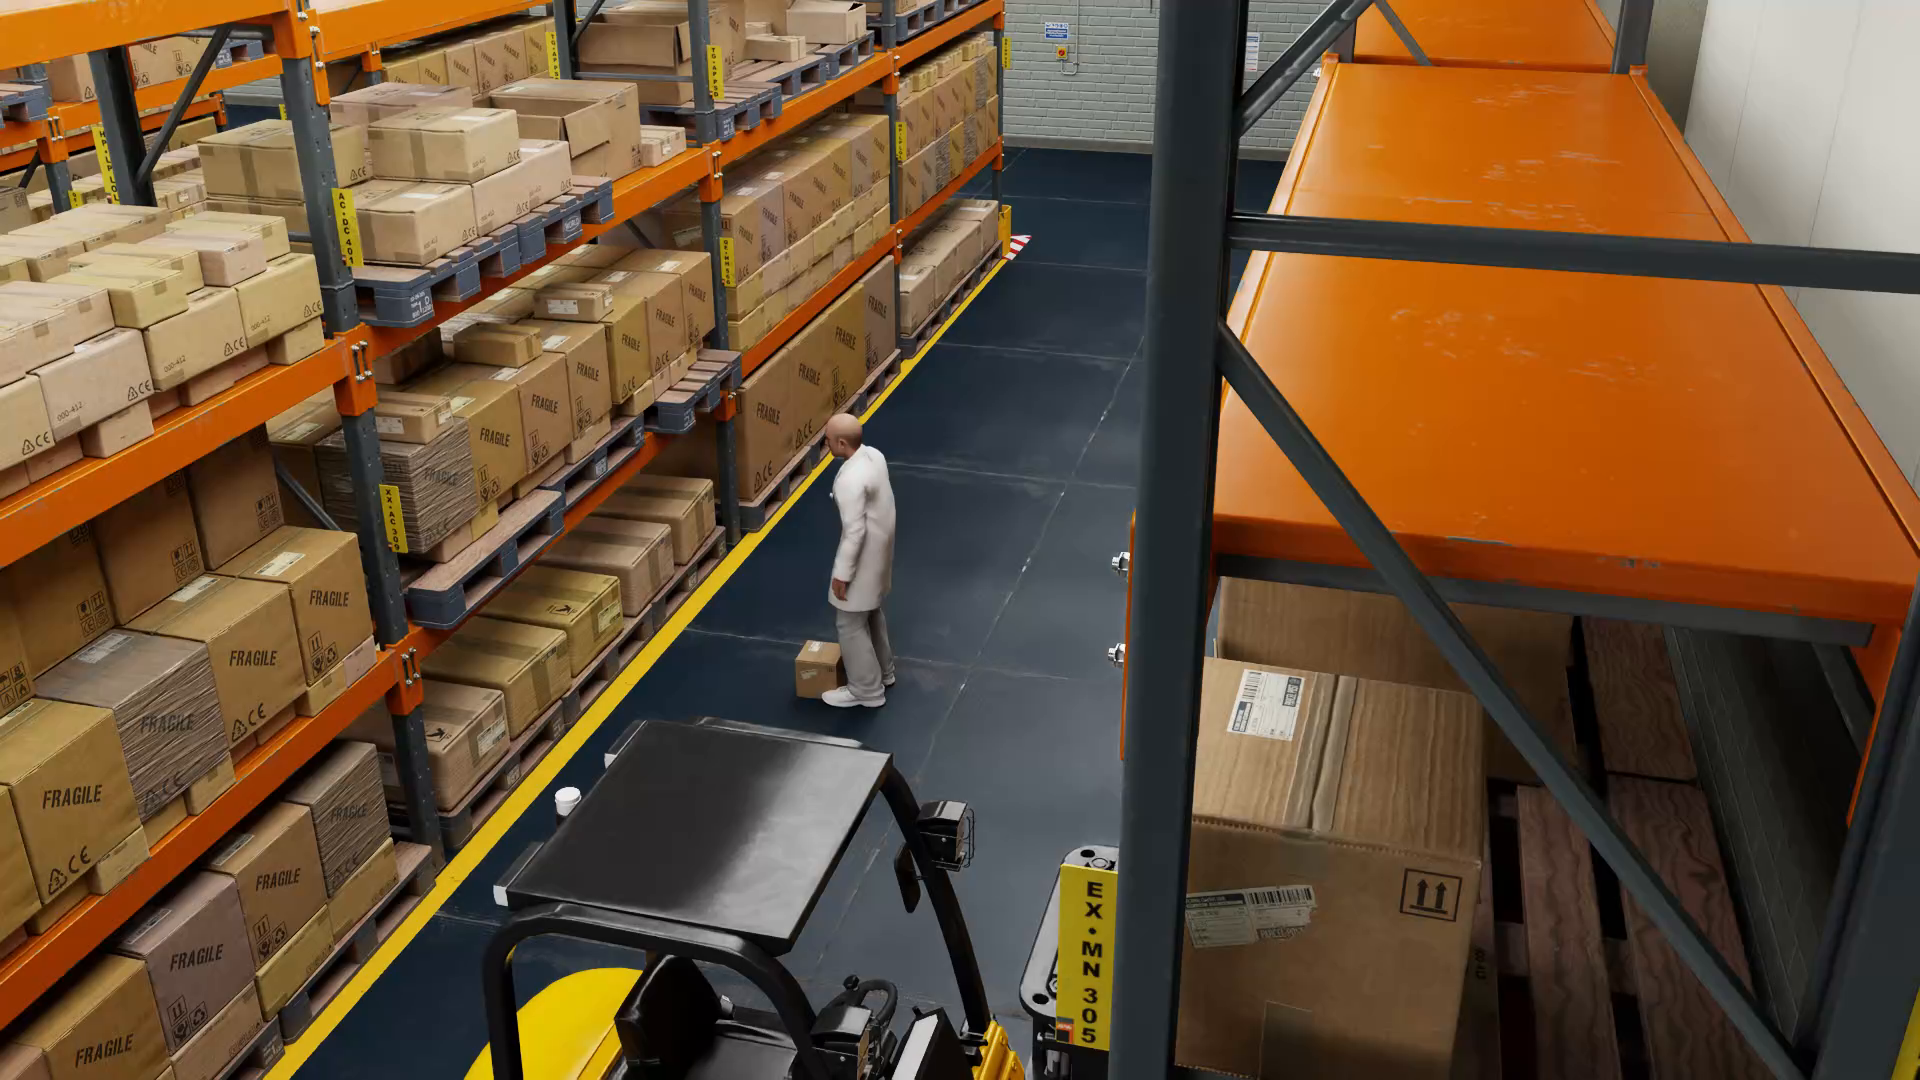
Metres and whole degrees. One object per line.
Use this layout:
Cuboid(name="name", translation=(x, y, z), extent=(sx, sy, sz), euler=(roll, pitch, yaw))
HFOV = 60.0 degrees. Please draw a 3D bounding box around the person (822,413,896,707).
Cuboid(name="person", translation=(-0.577, 0.110, 9.503), extent=(0.416, 1.774, 0.651), euler=(6, 26, 12))
